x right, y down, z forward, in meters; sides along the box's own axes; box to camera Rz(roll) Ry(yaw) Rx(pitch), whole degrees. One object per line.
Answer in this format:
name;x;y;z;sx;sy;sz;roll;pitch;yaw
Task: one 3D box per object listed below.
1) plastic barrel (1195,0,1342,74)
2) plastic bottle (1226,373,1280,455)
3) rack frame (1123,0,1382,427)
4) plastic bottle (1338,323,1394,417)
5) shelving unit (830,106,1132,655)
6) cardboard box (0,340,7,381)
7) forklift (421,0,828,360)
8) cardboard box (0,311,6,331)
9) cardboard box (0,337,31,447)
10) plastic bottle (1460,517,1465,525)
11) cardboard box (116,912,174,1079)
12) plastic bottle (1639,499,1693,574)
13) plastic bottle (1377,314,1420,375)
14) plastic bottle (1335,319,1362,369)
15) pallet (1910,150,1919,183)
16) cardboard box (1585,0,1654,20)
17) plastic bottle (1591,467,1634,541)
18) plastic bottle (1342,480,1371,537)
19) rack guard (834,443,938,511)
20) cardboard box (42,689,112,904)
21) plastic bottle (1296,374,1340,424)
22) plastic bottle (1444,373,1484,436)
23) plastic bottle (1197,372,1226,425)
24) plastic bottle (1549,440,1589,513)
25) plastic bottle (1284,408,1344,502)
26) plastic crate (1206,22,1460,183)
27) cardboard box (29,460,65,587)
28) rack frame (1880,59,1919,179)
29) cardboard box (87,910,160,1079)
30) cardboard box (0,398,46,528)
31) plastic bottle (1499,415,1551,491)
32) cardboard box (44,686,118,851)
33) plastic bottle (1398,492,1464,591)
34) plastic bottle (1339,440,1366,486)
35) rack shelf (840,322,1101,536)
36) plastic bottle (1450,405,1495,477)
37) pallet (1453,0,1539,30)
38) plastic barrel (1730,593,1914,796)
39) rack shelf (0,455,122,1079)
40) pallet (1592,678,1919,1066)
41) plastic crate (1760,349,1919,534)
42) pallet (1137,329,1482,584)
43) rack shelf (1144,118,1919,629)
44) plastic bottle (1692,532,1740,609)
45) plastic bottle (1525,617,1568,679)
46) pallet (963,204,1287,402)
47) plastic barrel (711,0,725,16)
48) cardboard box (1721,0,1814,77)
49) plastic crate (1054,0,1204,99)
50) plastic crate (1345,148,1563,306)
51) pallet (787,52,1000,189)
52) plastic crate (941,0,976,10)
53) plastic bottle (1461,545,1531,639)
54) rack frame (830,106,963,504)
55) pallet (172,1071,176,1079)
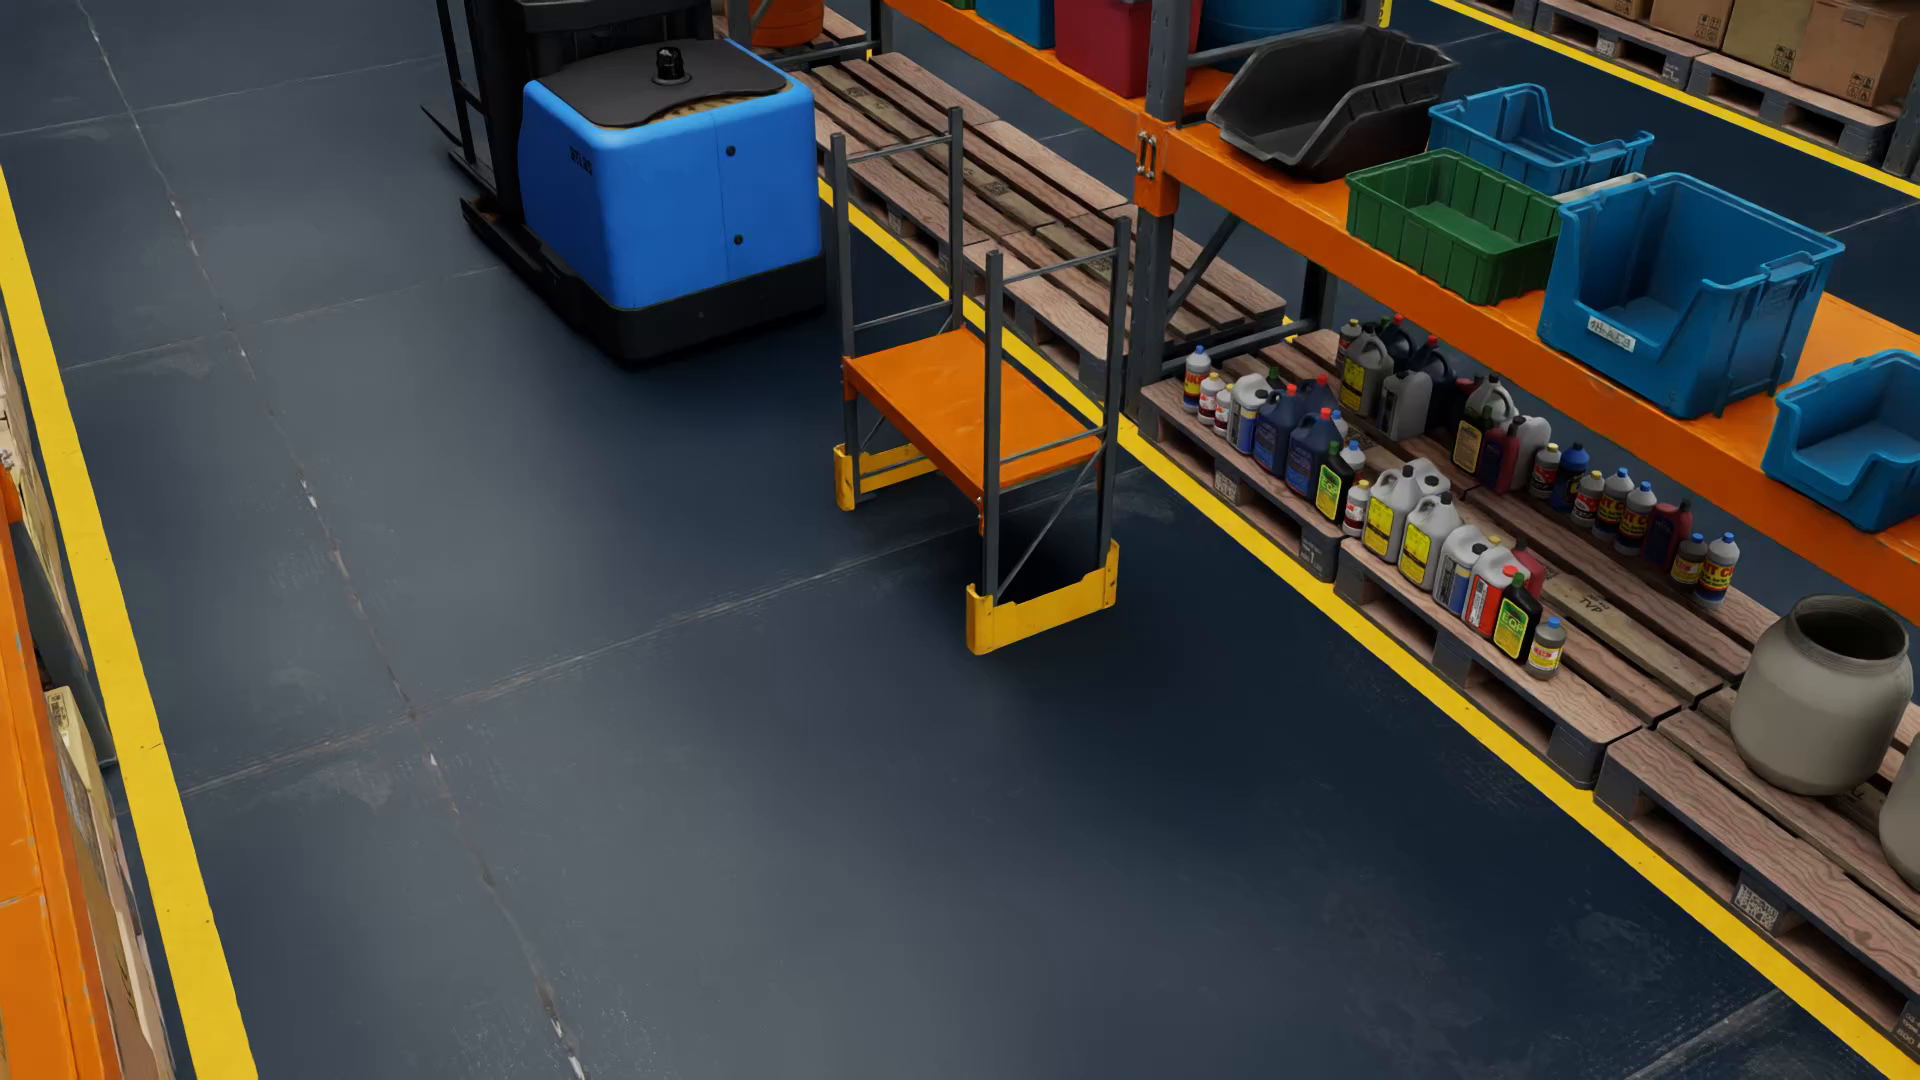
plastic barrel;1.216;-2.343;6.490;0.600;0.901;0.708;-19;40;-24
plastic bottle;1.115;-0.483;6.304;0.152;0.276;0.135;-17;40;-22
rack frame;1.148;-1.854;6.245;1.000;3.000;0.127;-19;40;-24
plastic bottle;1.596;-0.676;6.506;0.144;0.351;0.185;-19;40;-24
shelving unit;0.038;-0.567;5.754;0.587;1.500;1.083;-19;40;-24
cardboard box;-3.902;-0.742;6.222;0.500;0.311;0.500;-18;40;-23
forklift;-1.850;-2.792;7.588;1.130;2.935;3.031;-22;41;-27
cardboard box;-4.409;-1.029;7.091;0.500;0.250;0.500;-19;40;-24
cardboard box;-3.898;-0.511;6.381;0.500;0.250;0.500;-18;40;-23
plastic bottle;1.679;-0.017;5.730;0.097;0.201;0.097;0;36;0
cardboard box;-2.208;1.233;3.994;0.500;0.250;0.500;-19;40;-24
plastic bottle;2.418;-0.033;5.682;0.061;0.283;0.133;-18;40;-23
plastic bottle;1.721;-0.719;6.564;0.144;0.351;0.185;-20;41;-25
plastic bottle;1.600;-0.809;6.814;0.097;0.201;0.097;0;36;0
pallet;5.799;-1.864;8.623;1.003;0.211;1.213;-19;40;-24
cardboard box;4.356;-3.628;10.420;0.700;0.500;0.500;-16;39;-20
plastic bottle;2.294;-0.133;5.829;0.097;0.271;0.097;0;36;0
plastic bottle;1.412;-0.119;5.870;0.097;0.201;0.097;0;36;0
rack guard;-0.212;-0.316;6.471;0.587;0.250;0.087;-19;40;-24
cardboard box;-2.473;0.680;4.115;0.500;0.500;0.500;-19;40;-24
plastic bottle;1.320;-0.470;6.223;0.144;0.351;0.185;-19;40;-24
plastic bottle;1.935;-0.523;6.353;0.061;0.283;0.133;-16;39;-21
plastic bottle;0.980;-0.557;6.470;0.097;0.201;0.097;0;36;0
plastic bottle;2.192;-0.236;5.970;0.097;0.271;0.097;0;36;0
plastic bottle;1.290;-0.331;6.033;0.144;0.351;0.185;-21;41;-26
plastic crate;1.301;-1.524;5.846;0.767;0.338;0.504;-19;40;-24
cardboard box;-3.381;0.012;5.665;0.500;0.250;0.500;-18;40;-23
rack frame;5.431;-3.322;8.255;1.000;3.000;0.127;-19;40;-24
cardboard box;-1.955;1.185;3.424;0.500;0.500;0.500;-19;40;-24
cardboard box;-3.376;-0.215;5.501;0.500;0.311;0.500;-19;40;-24
plastic bottle;2.058;-0.342;6.112;0.152;0.276;0.135;-18;40;-23
cardboard box;-2.715;0.724;4.690;0.500;0.250;0.500;-19;40;-24
plastic bottle;1.597;-0.019;5.606;0.144;0.351;0.185;-17;40;-22
plastic bottle;1.396;-0.235;5.969;0.097;0.271;0.097;0;36;0
rack shelf;0.043;-0.417;5.854;0.538;0.185;1.000;-19;40;-24
plastic bottle;1.904;-0.386;6.165;0.061;0.283;0.133;-19;40;-24
pallet;3.812;-3.837;11.324;1.003;0.211;1.213;-19;40;-24
plastic barrel;2.509;0.452;4.841;0.421;0.512;0.421;0;36;0
rack shelf;-2.132;0.922;3.054;1.077;0.370;4.000;-19;40;-24
pallet;2.675;0.871;4.878;1.003;0.211;1.213;-19;40;-24
plastic crate;2.326;-0.254;4.180;0.499;0.251;0.408;-19;40;-24
pallet;1.450;-0.373;6.582;1.003;0.211;1.213;-19;40;-24
rack shelf;2.153;-0.544;5.061;1.077;0.370;4.000;-19;40;-24
plastic bottle;2.516;0.093;5.520;0.097;0.271;0.097;0;36;0
plastic bottle;1.856;0.332;5.252;0.097;0.201;0.097;0;36;0
pallet;0.720;-1.117;7.600;1.003;0.211;1.213;-19;40;-24
plastic barrel;-1.483;-3.565;10.341;0.421;0.512;0.421;0;36;0
cardboard box;4.918;-3.058;9.640;0.700;0.500;0.500;-19;40;-24
plastic crate;0.640;-2.036;6.440;0.402;0.464;0.583;-19;40;-24
plastic crate;1.586;-0.993;5.245;0.450;0.188;0.662;-19;40;-24
pallet;-0.506;-2.361;9.304;1.003;0.211;1.213;-19;40;-24
plastic crate;0.029;-2.573;7.409;0.450;0.188;0.662;-19;40;-24
plastic bottle;1.753;0.165;5.417;0.152;0.276;0.135;-19;40;-24
rack frame;-0.213;-0.821;6.103;0.500;1.500;0.032;-19;40;-24
pallet;-2.156;1.779;3.636;1.003;0.211;1.213;-19;40;-24
